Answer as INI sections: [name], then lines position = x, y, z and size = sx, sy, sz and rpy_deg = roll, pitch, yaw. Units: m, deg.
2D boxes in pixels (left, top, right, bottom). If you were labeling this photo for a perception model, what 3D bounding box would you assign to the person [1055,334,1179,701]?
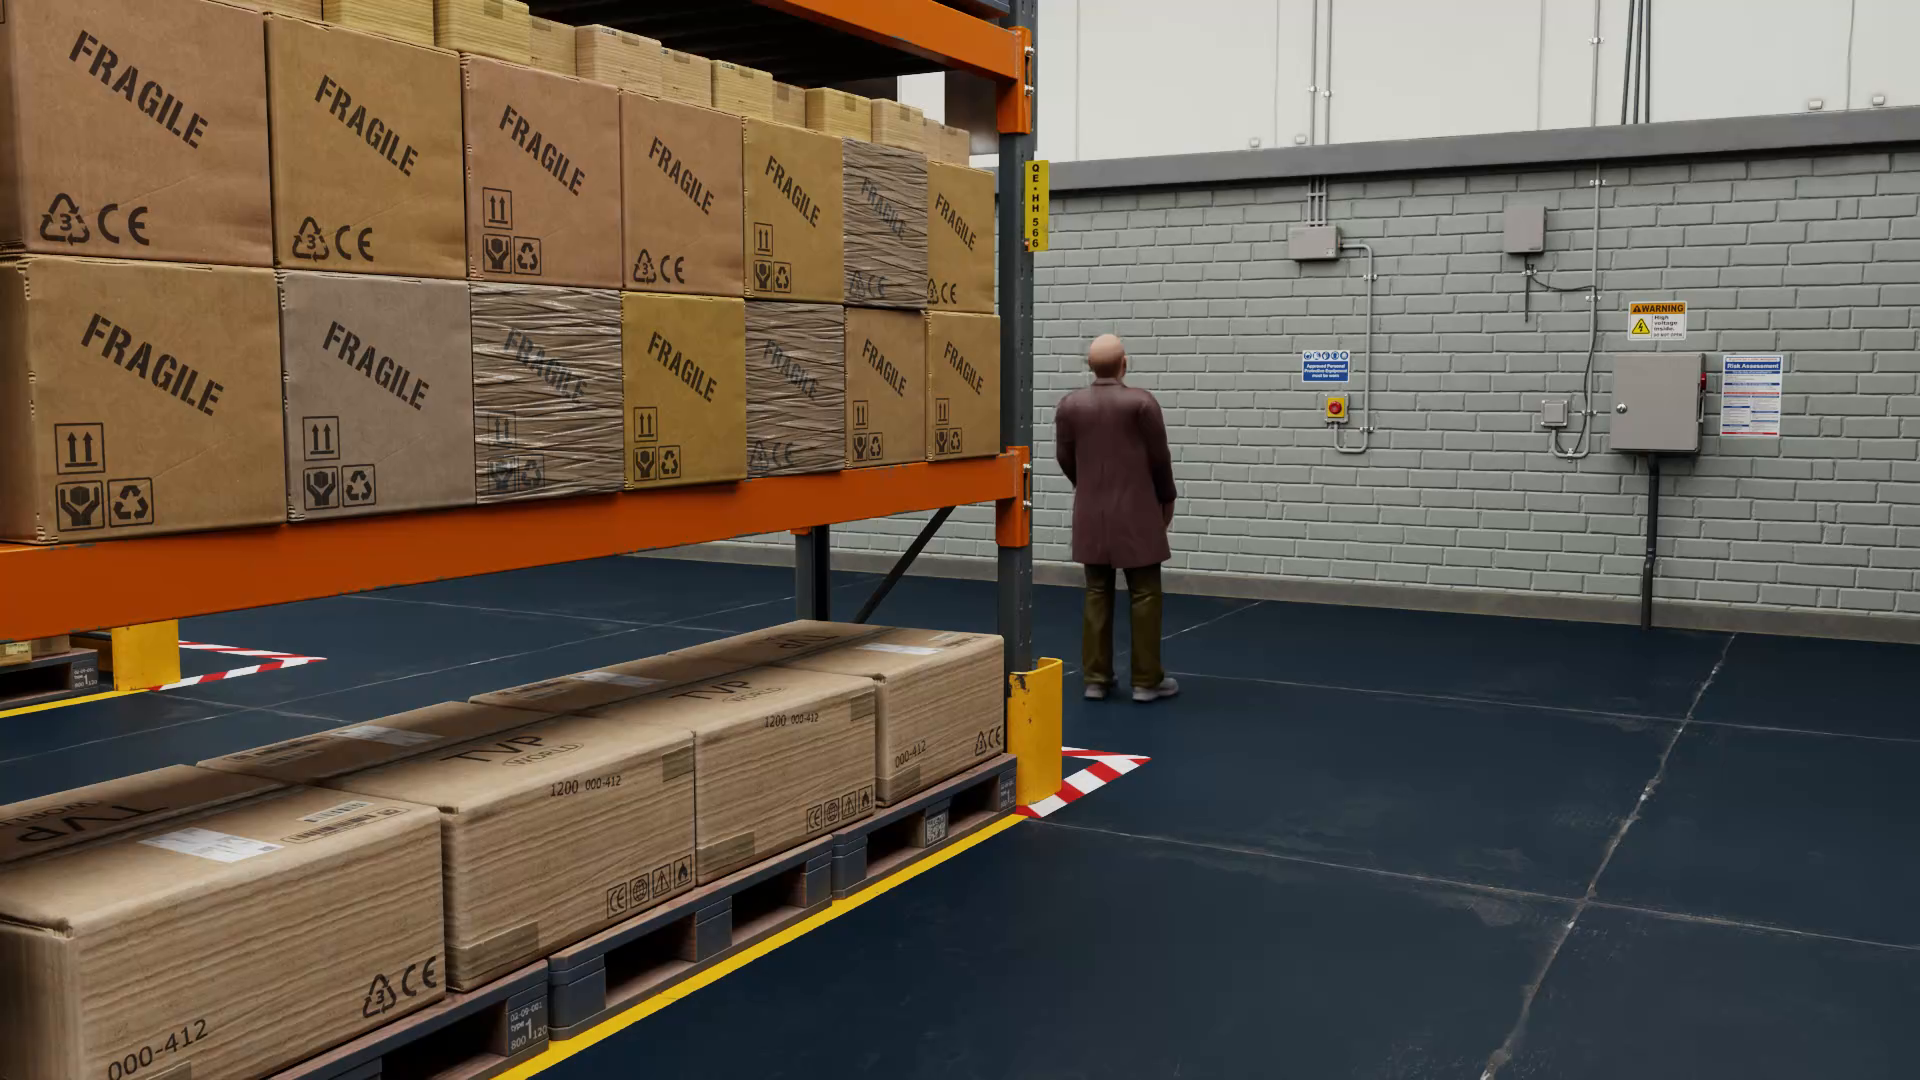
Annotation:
[person]
position = 0.781, -0.113, 8.178
size = 0.585, 1.784, 0.481
rpy_deg = 3, 7, 29
